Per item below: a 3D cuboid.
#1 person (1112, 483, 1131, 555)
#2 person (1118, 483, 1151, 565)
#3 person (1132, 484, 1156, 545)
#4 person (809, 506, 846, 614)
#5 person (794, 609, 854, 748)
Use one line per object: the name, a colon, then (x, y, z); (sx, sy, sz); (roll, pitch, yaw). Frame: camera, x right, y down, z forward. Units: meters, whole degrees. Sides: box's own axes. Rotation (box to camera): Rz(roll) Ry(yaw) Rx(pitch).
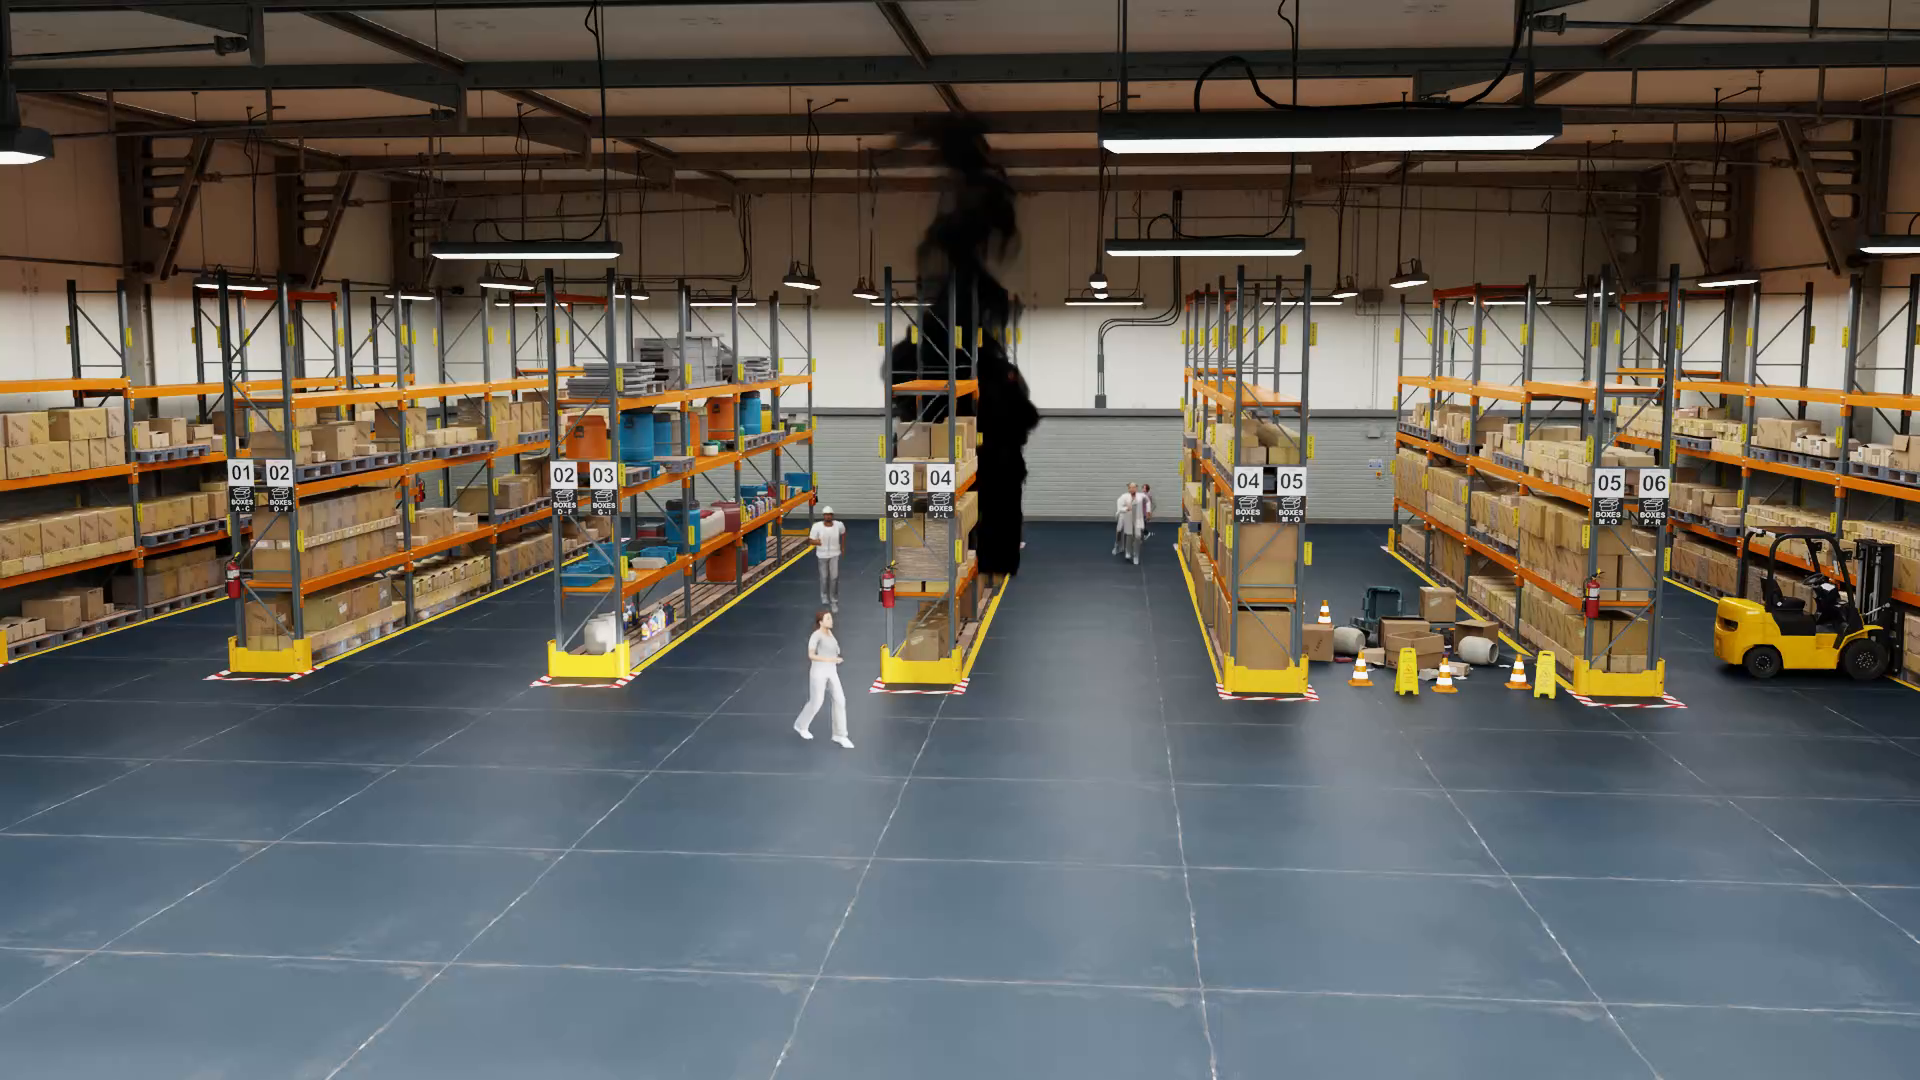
person: (3.902, -0.507, 38.637); (0.620, 1.679, 0.693); (2, 7, 18)
person: (3.886, -0.365, 37.017); (0.727, 1.828, 0.968); (1, 7, 8)
person: (4.484, -0.610, 40.231); (0.505, 1.525, 0.615); (-5, 9, -38)
person: (-2.306, 0.332, 29.041); (0.643, 1.864, 0.792); (-1, 7, -5)
person: (-1.707, 1.692, 20.481); (0.858, 1.702, 0.557); (5, 8, 35)
